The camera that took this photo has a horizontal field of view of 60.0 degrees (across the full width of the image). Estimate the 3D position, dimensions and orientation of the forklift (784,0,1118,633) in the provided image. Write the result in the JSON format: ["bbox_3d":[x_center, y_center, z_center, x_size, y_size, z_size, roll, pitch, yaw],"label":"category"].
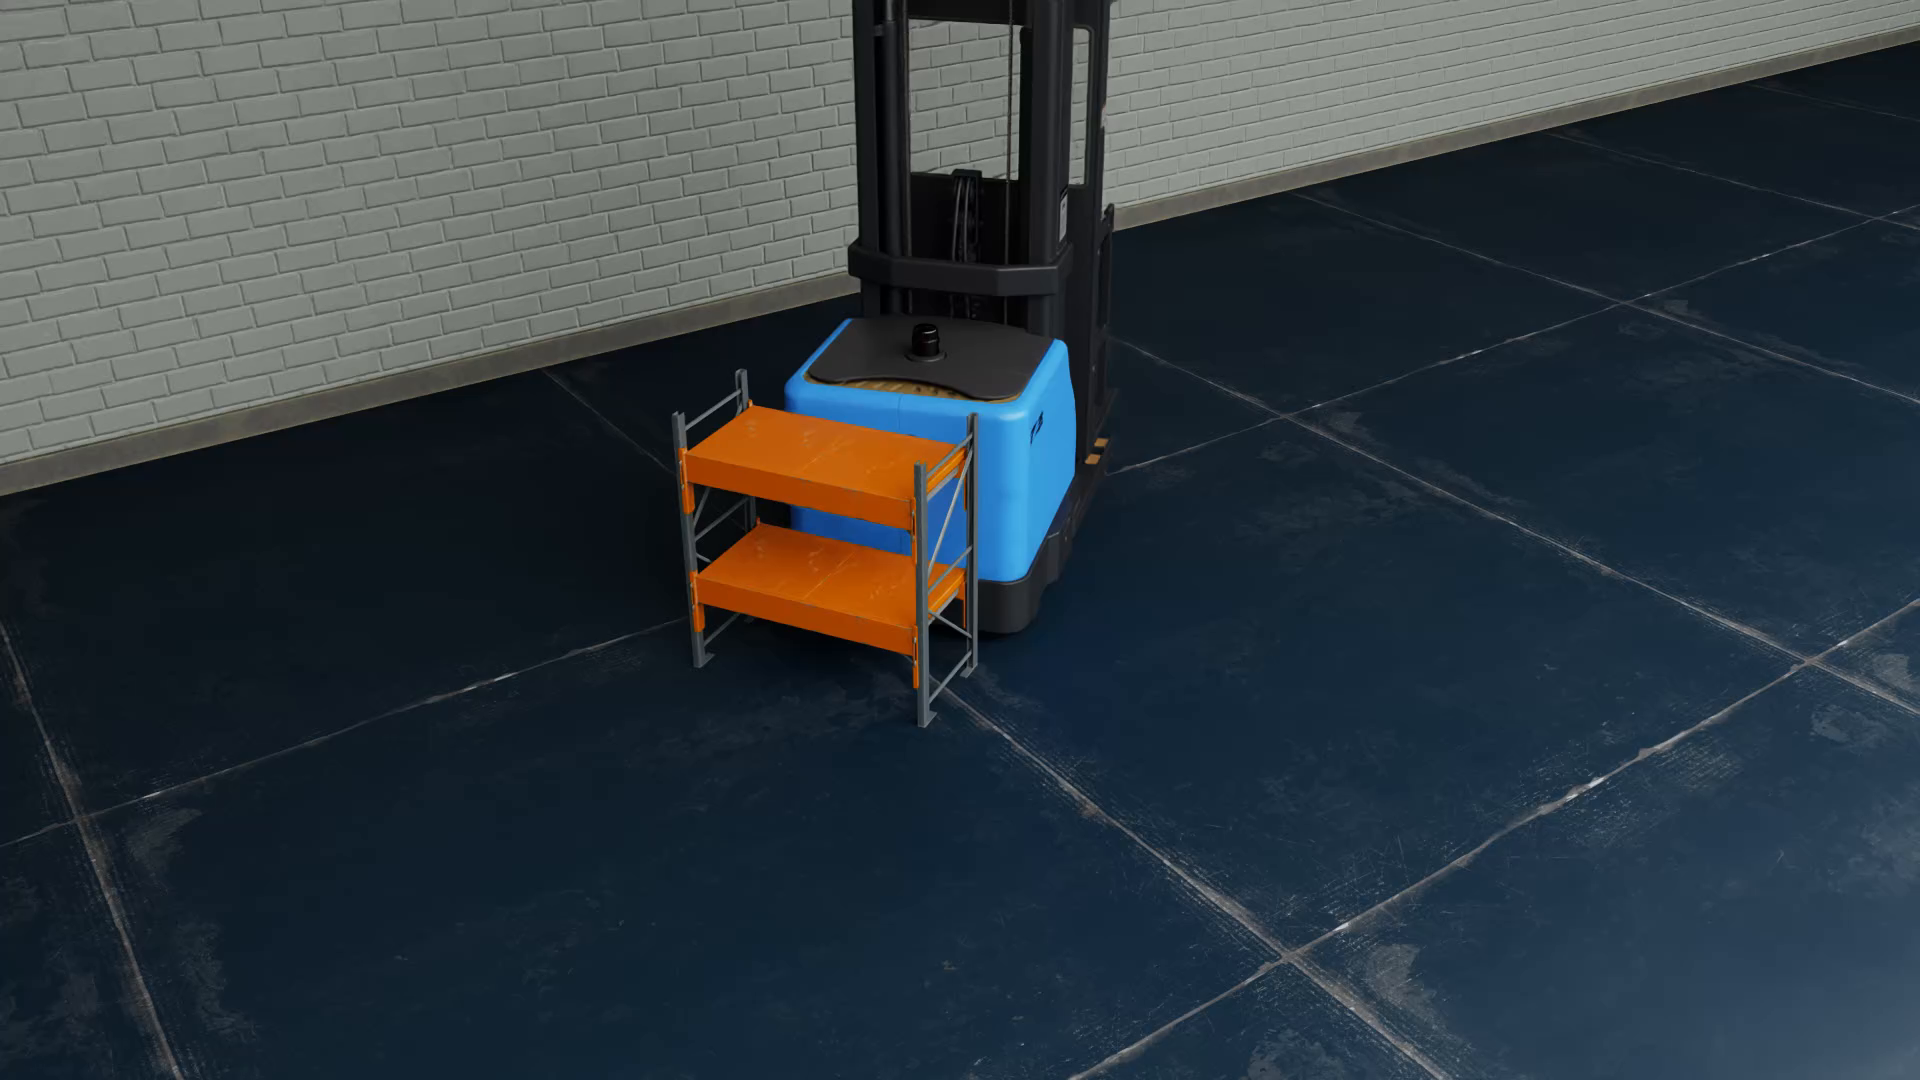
[{"bbox_3d":[0.153,-1.588,7.603,1.130,2.935,3.031,7,29,13],"label":"forklift"}]

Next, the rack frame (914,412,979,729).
[{"bbox_3d":[-0.046,0.122,6.347,0.032,1.125,0.500,12,31,22],"label":"rack frame"}]

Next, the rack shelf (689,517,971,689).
[{"bbox_3d":[-0.508,0.235,6.651,1.000,0.278,0.538,12,31,22],"label":"rack shelf"}]

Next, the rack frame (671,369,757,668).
[{"bbox_3d":[-0.970,-0.081,6.720,0.032,1.125,0.500,12,31,22],"label":"rack frame"}]

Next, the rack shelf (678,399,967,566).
[{"bbox_3d":[-0.508,-0.237,6.394,1.000,0.278,0.538,12,31,22],"label":"rack shelf"}]

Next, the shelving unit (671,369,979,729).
[{"bbox_3d":[-0.508,0.020,6.534,1.048,1.125,0.538,12,31,22],"label":"shelving unit"}]
